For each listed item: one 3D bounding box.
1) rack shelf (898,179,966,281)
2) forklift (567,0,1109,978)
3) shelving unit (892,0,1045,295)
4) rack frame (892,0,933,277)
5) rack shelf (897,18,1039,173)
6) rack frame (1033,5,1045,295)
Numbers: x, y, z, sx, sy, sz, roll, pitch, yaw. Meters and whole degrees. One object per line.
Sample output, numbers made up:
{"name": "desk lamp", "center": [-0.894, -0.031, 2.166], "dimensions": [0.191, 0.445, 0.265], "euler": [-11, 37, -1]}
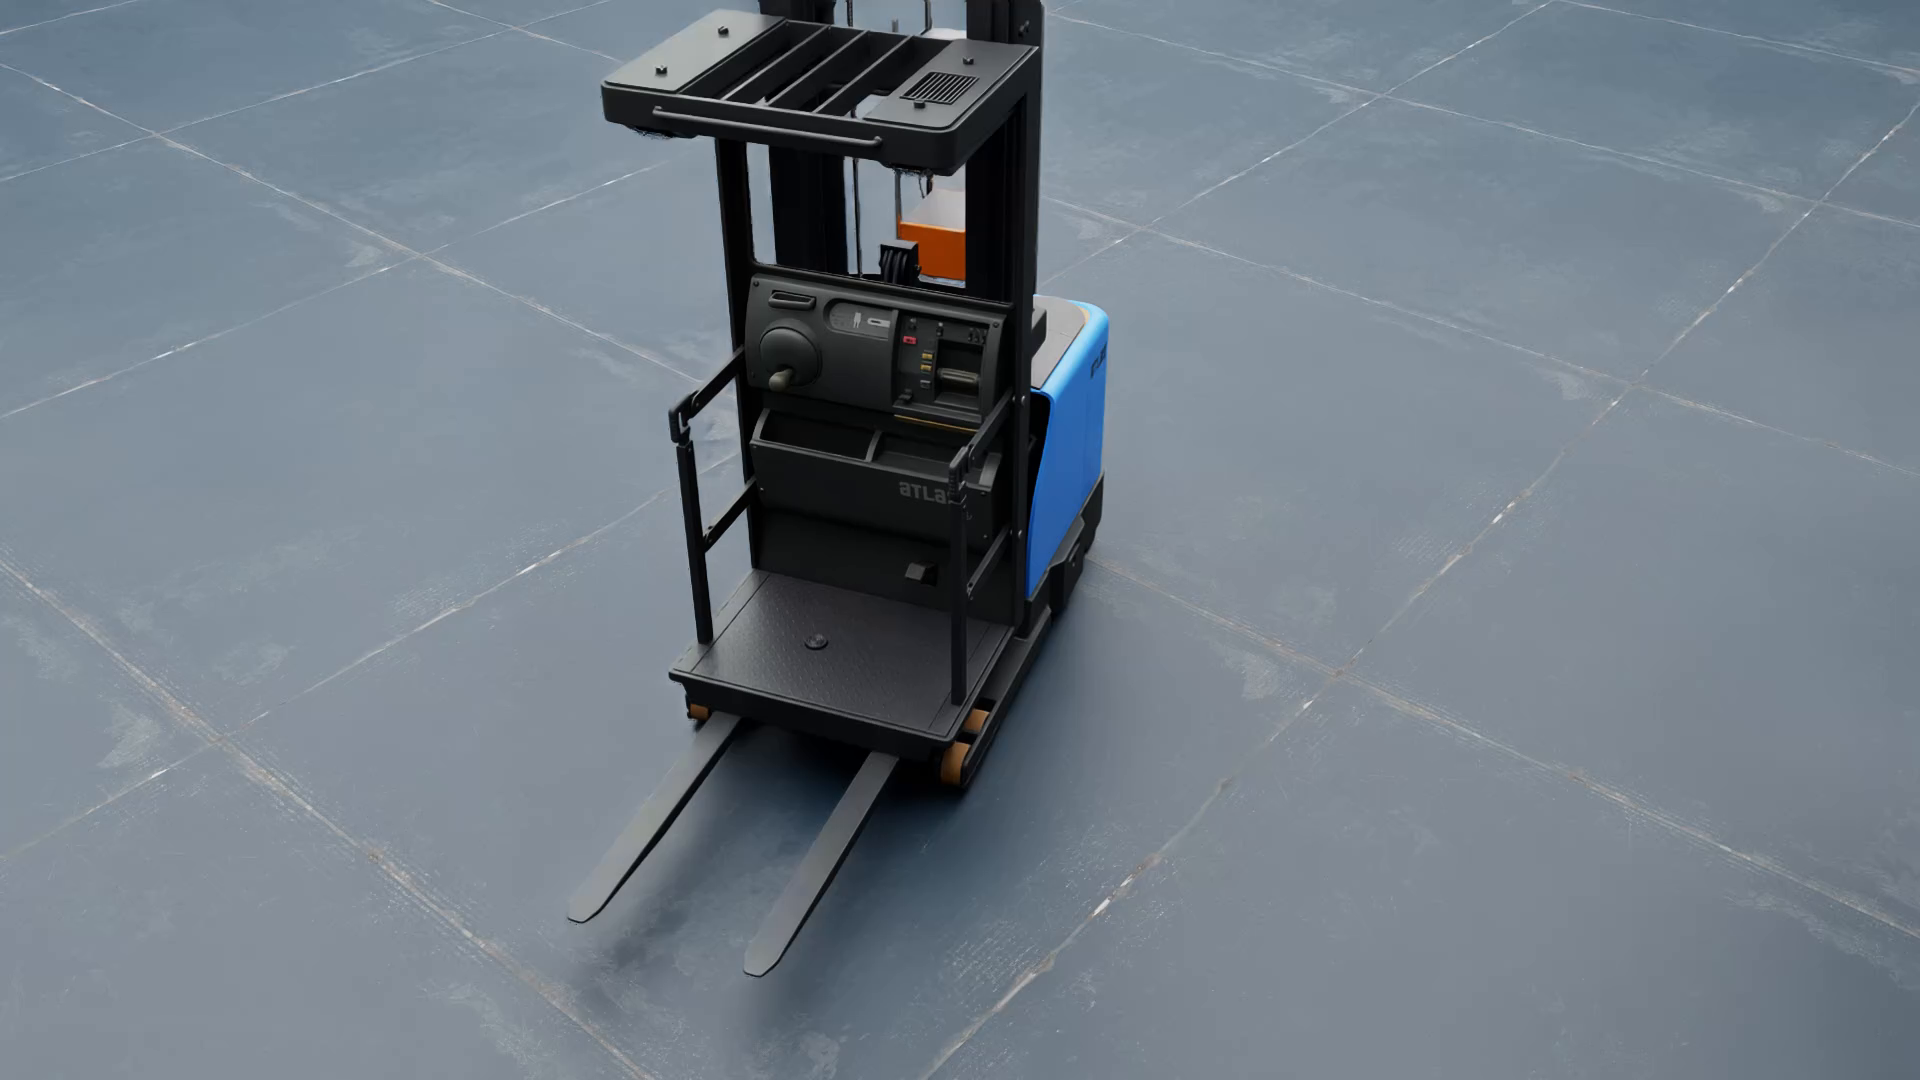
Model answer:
{"name": "rack shelf", "center": [0.036, -1.209, 7.179], "dimensions": [0.480, 0.518, 0.431], "euler": [11, 36, 16]}
{"name": "forklift", "center": [-0.375, -0.589, 5.519], "dimensions": [1.130, 2.935, 3.031], "euler": [12, 36, 17]}
{"name": "shelving unit", "center": [0.036, -1.220, 7.172], "dimensions": [0.503, 2.100, 0.431], "euler": [11, 36, 16]}
{"name": "rack frame", "center": [-0.193, -1.266, 7.239], "dimensions": [0.015, 2.100, 0.400], "euler": [11, 36, 16]}
{"name": "rack shelf", "center": [0.036, -1.786, 6.783], "dimensions": [0.480, 0.518, 0.431], "euler": [11, 36, 16]}
{"name": "rack frame", "center": [0.266, -1.173, 7.104], "dimensions": [0.015, 2.100, 0.400], "euler": [11, 36, 16]}
